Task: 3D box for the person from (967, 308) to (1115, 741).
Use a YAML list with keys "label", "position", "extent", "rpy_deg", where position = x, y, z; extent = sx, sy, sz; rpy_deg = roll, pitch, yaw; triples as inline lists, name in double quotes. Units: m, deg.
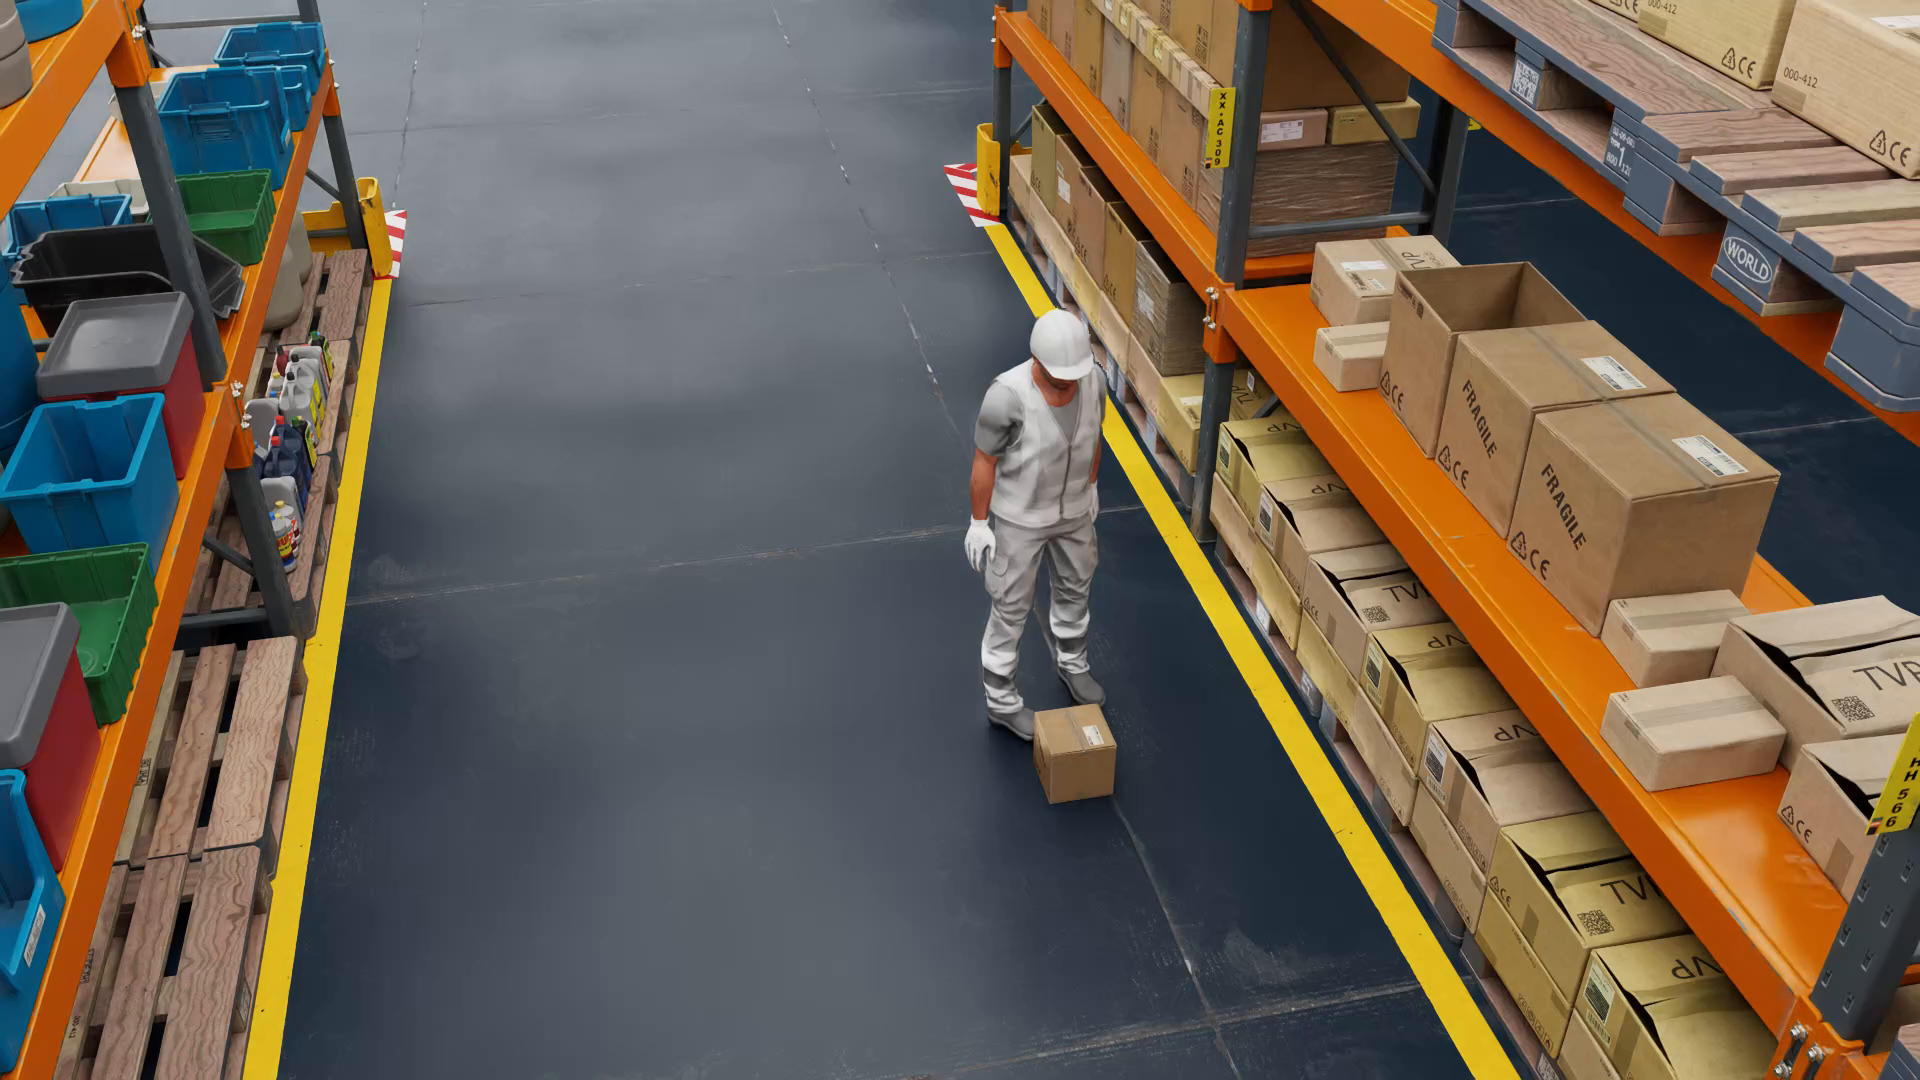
- label: "person"
  position: [0.335, -0.070, 6.204]
  extent: [0.607, 1.773, 0.458]
  rpy_deg: [-15, 37, -22]
